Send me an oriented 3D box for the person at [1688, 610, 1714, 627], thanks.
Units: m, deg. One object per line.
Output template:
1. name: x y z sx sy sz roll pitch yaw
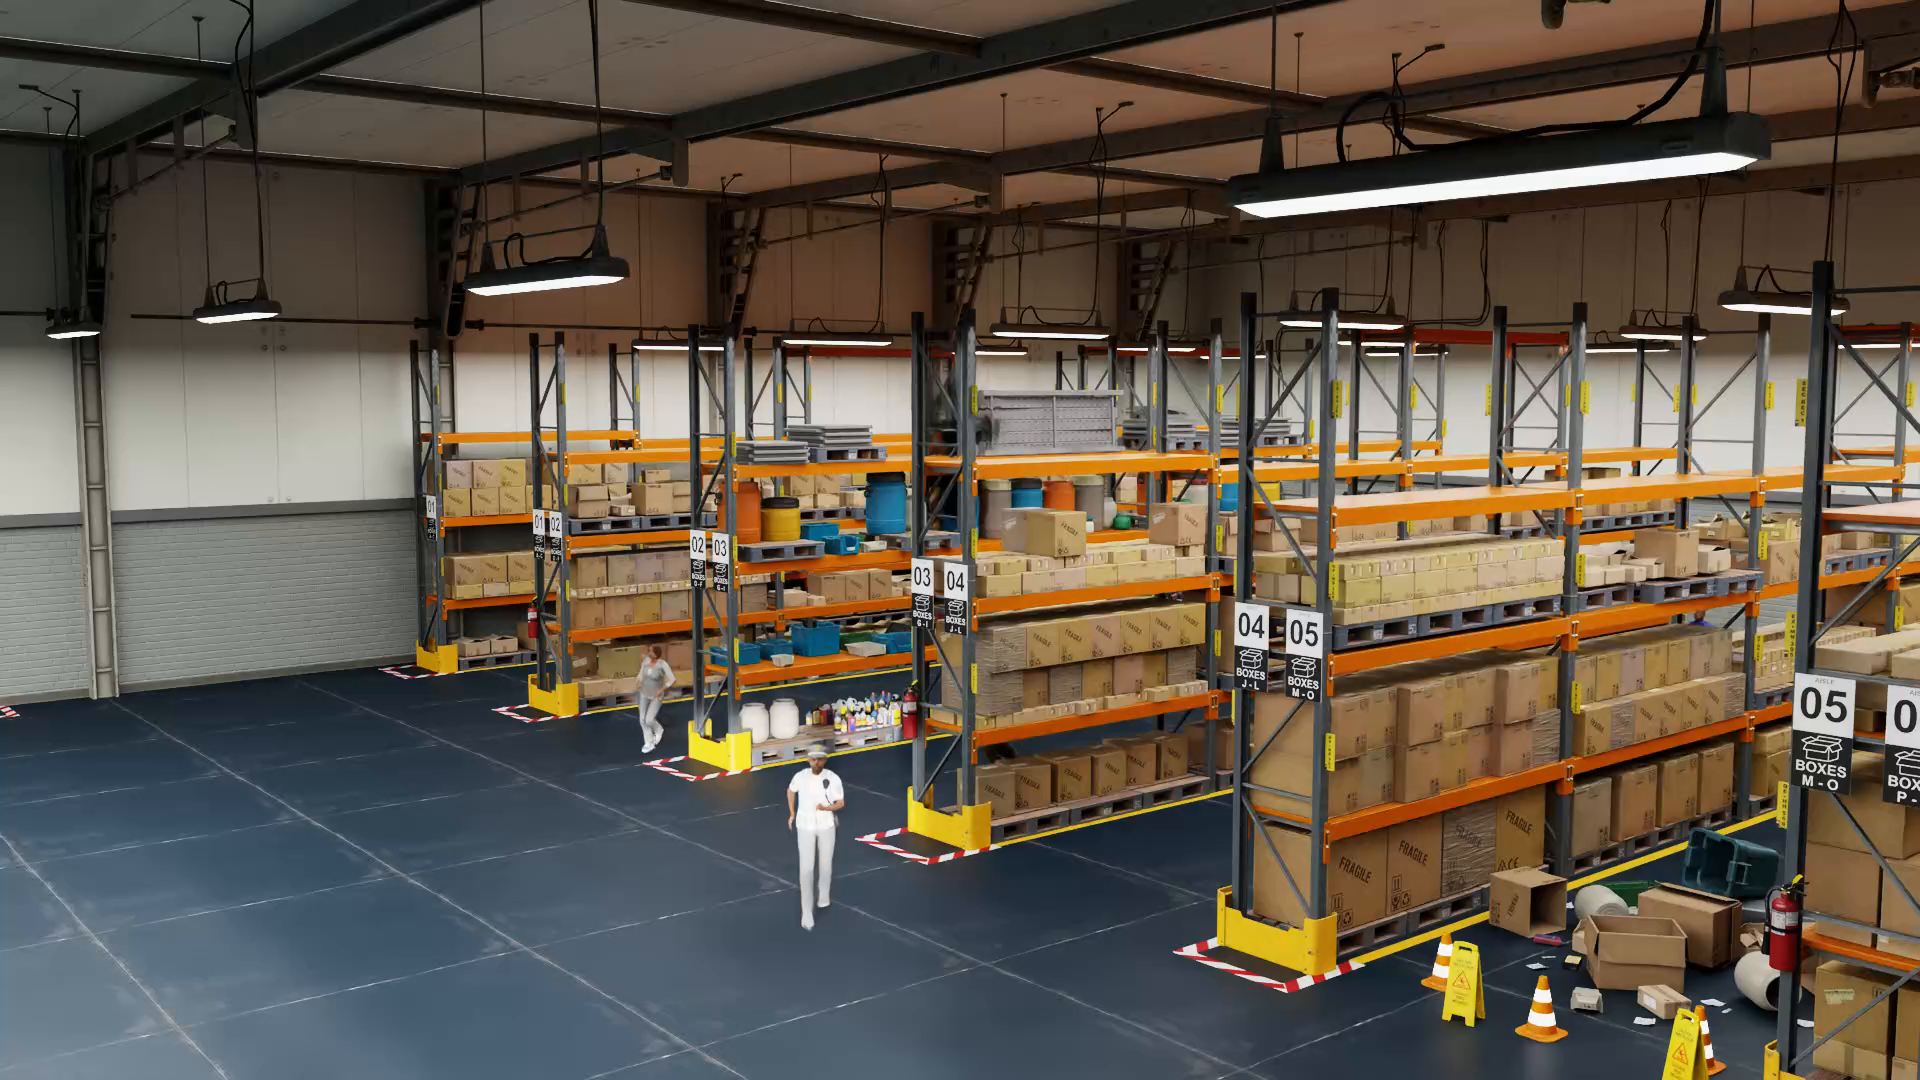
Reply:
1. person: 11.782 1.876 26.489 0.858 1.649 0.589 -5 7 -41

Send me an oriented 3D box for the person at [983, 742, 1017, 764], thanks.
1. person: 0.454 2.275 21.857 0.703 1.729 0.653 5 7 41

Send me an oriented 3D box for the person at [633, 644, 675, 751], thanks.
1. person: -4.337 2.231 23.486 0.557 1.551 0.570 2 6 23

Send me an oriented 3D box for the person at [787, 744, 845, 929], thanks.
1. person: -1.396 2.830 16.149 0.548 1.756 0.774 -1 5 -6
